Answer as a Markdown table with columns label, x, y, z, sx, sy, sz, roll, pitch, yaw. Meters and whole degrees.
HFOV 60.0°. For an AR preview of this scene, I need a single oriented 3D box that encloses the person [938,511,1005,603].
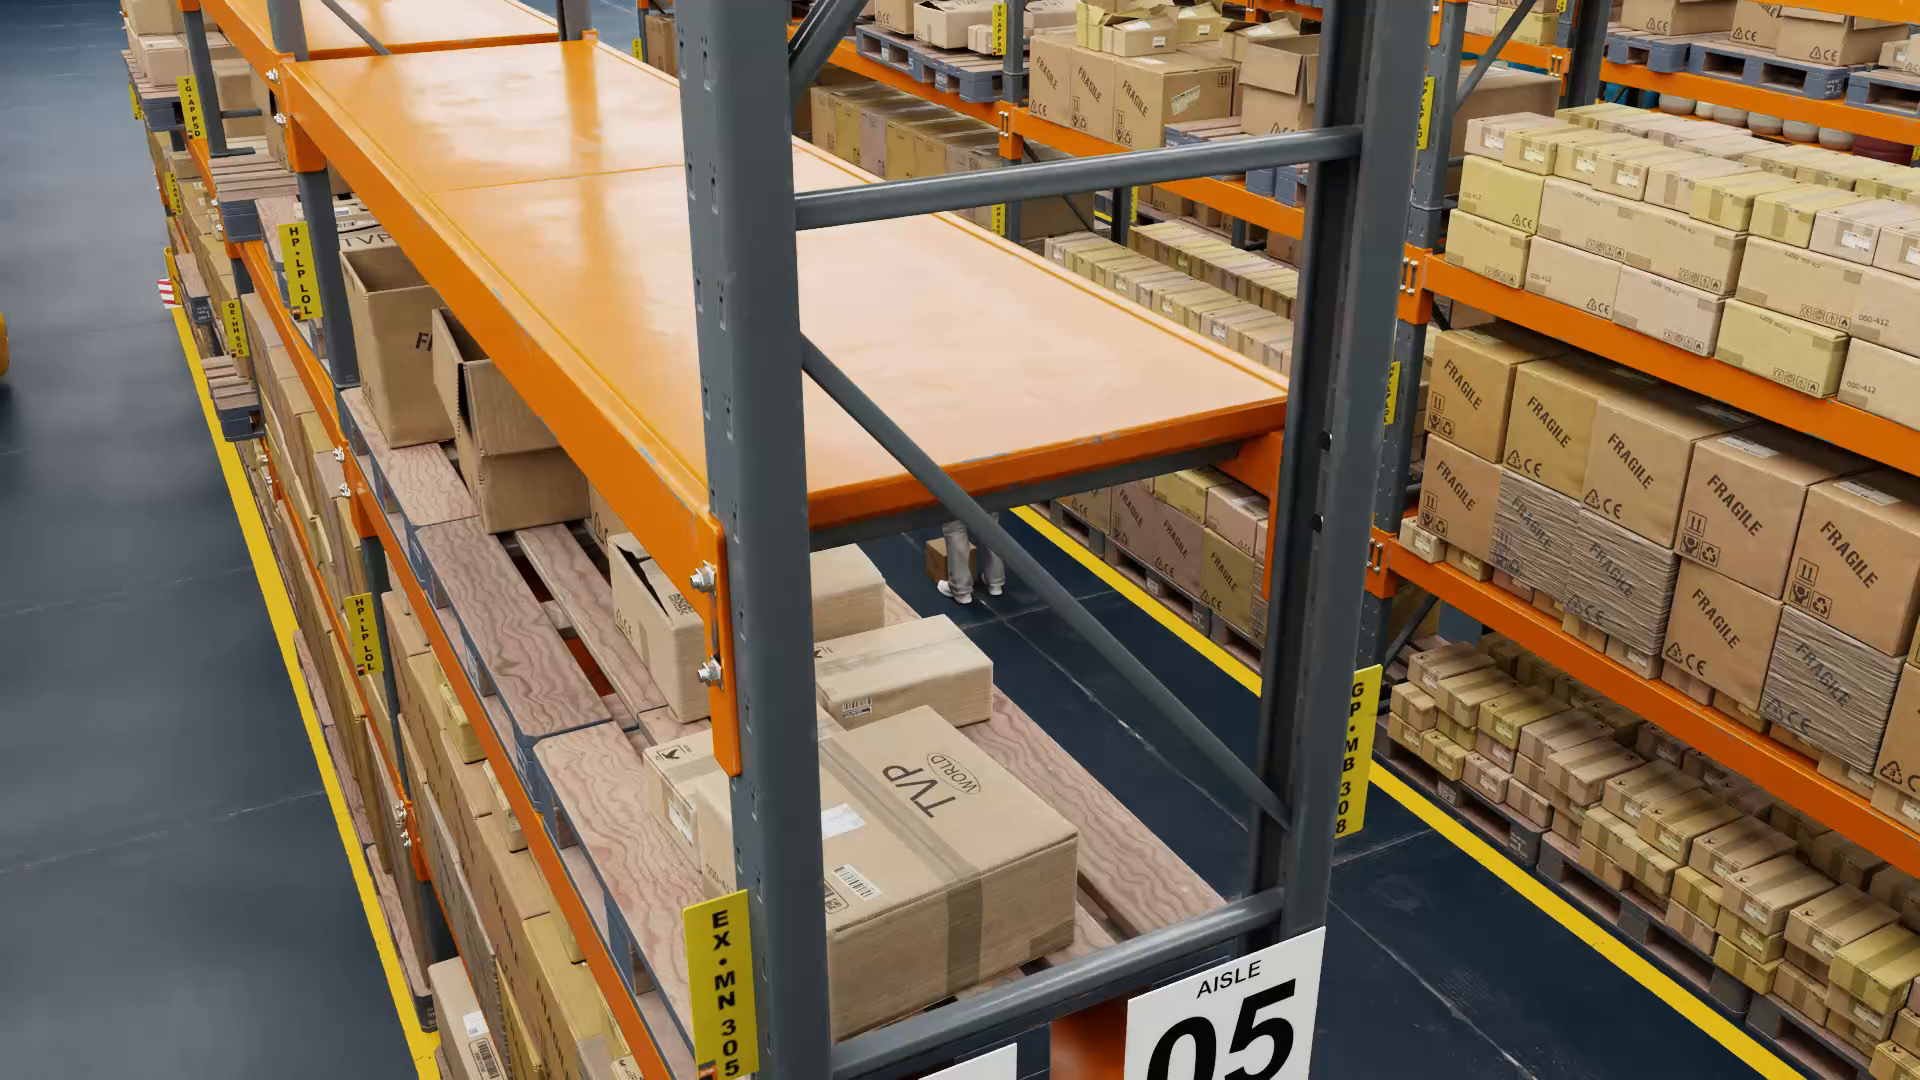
| label | x | y | z | sx | sy | sz | roll | pitch | yaw |
| --- | --- | --- | --- | --- | --- | --- | --- | --- | --- |
| person | 0.071 | -0.407 | 10.476 | 0.486 | 1.673 | 0.357 | -13 | 28 | -24 |
